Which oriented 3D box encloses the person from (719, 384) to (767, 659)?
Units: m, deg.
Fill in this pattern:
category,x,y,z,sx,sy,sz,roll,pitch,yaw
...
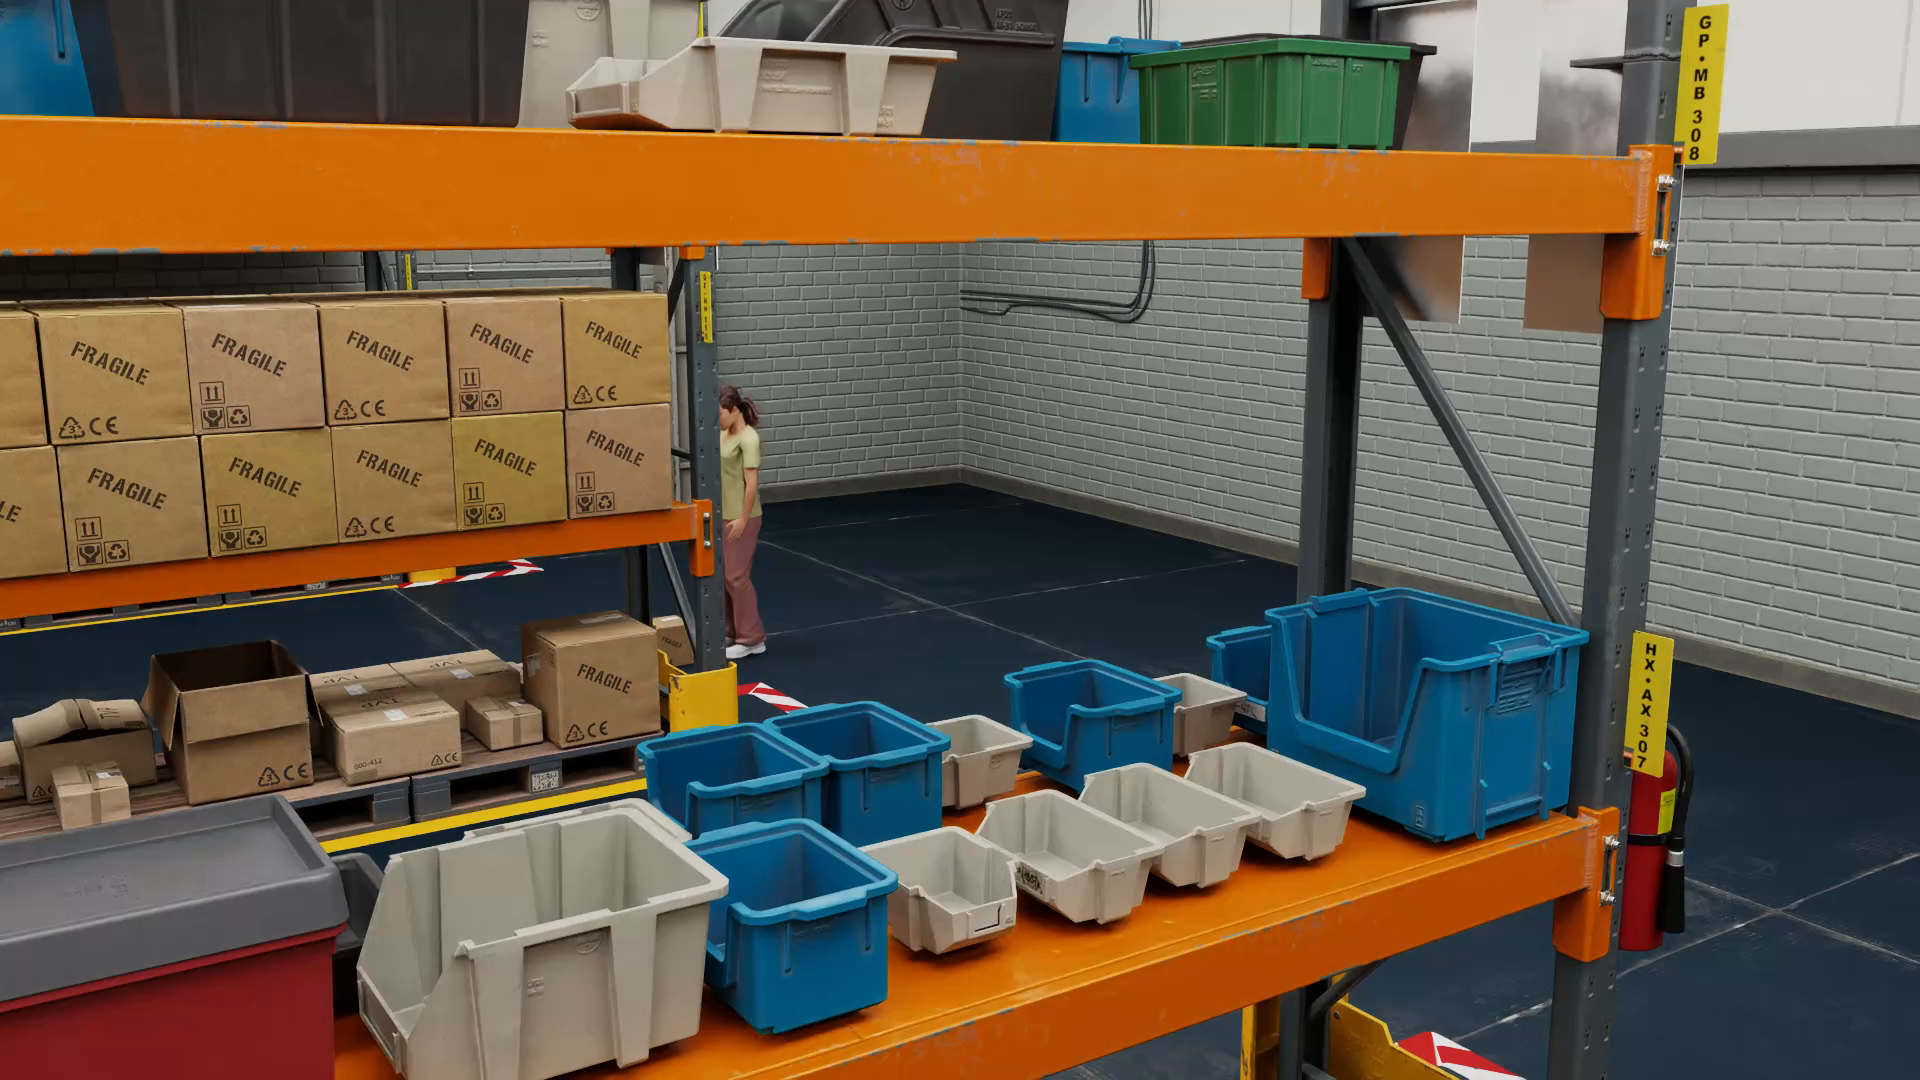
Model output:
category,x,y,z,sx,sy,sz,roll,pitch,yaw
person,-1.357,-0.121,10.105,0.348,1.662,0.455,-7,13,-32
